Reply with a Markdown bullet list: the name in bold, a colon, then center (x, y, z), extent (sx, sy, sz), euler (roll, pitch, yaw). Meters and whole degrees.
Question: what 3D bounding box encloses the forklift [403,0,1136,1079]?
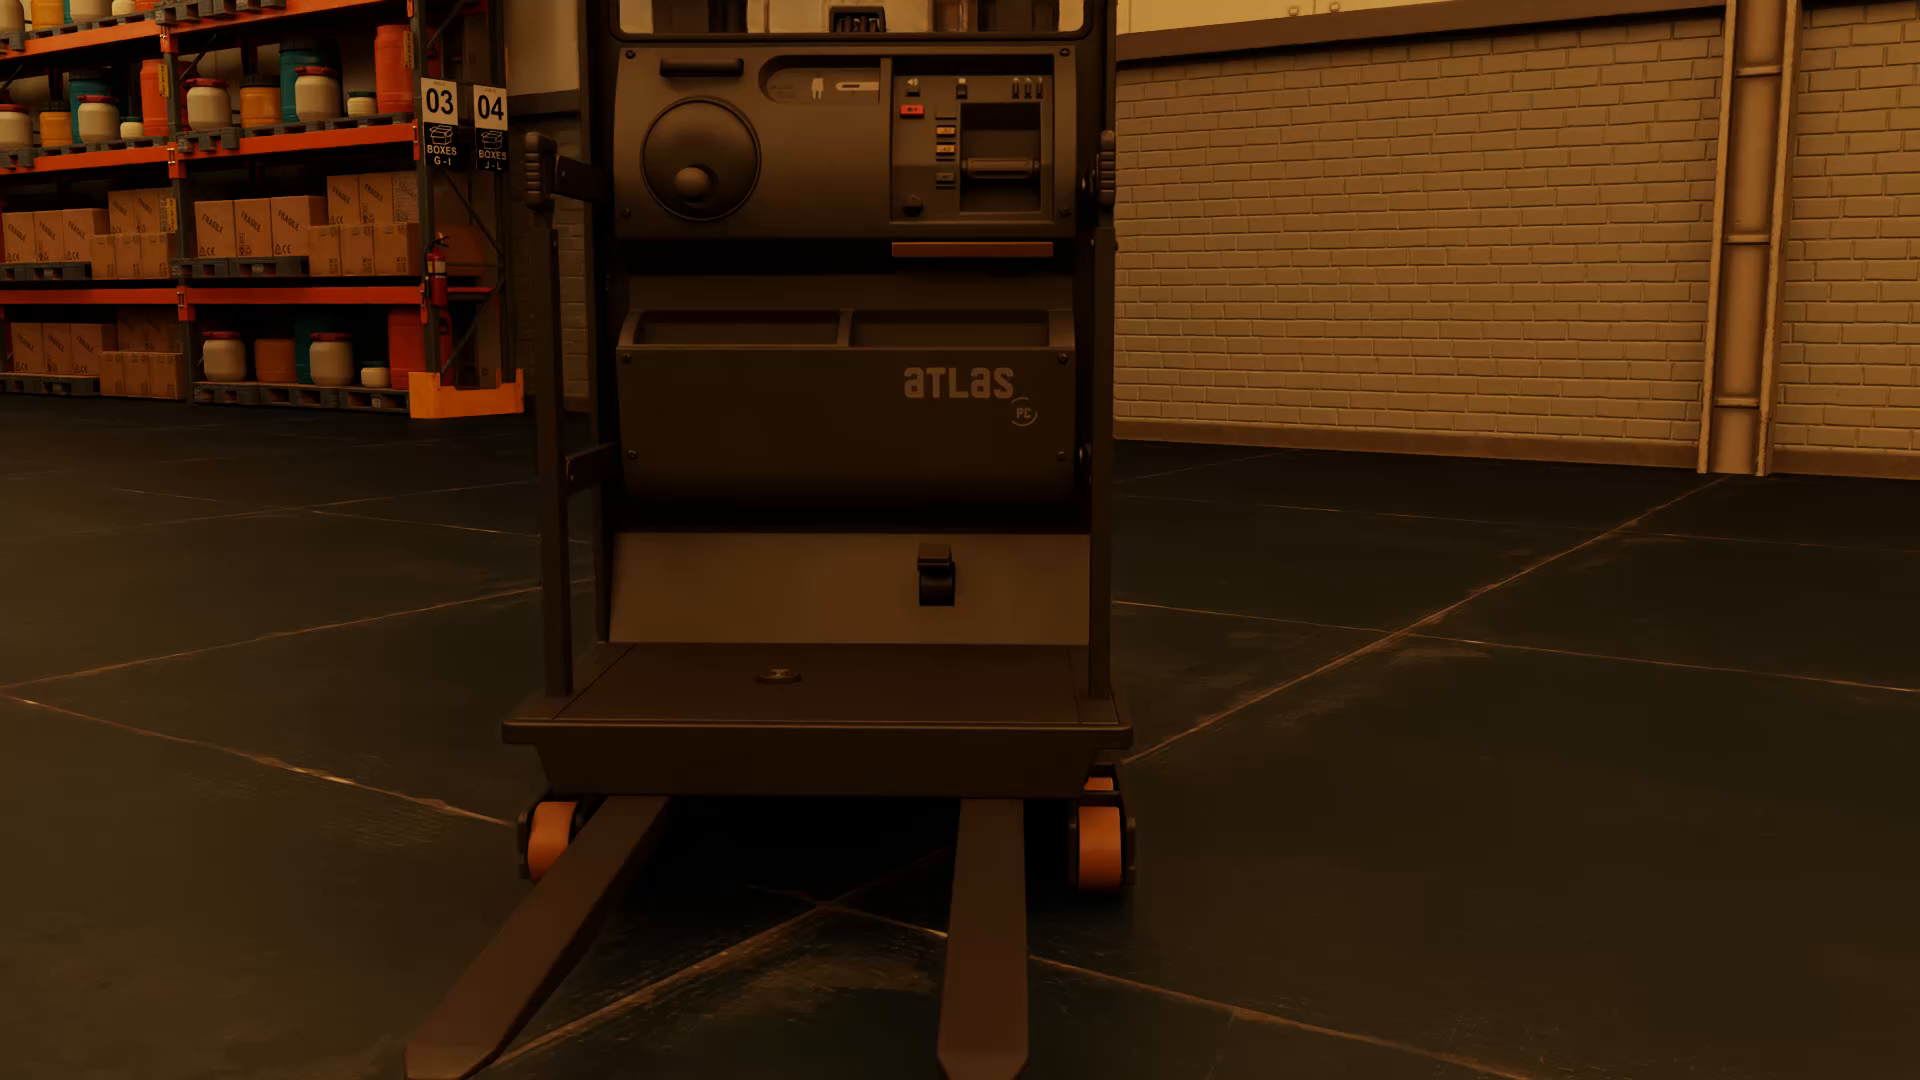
- **forklift**: center (-0.234, -0.847, 3.148), extent (1.130, 2.935, 3.031), euler (0, 8, 2)
